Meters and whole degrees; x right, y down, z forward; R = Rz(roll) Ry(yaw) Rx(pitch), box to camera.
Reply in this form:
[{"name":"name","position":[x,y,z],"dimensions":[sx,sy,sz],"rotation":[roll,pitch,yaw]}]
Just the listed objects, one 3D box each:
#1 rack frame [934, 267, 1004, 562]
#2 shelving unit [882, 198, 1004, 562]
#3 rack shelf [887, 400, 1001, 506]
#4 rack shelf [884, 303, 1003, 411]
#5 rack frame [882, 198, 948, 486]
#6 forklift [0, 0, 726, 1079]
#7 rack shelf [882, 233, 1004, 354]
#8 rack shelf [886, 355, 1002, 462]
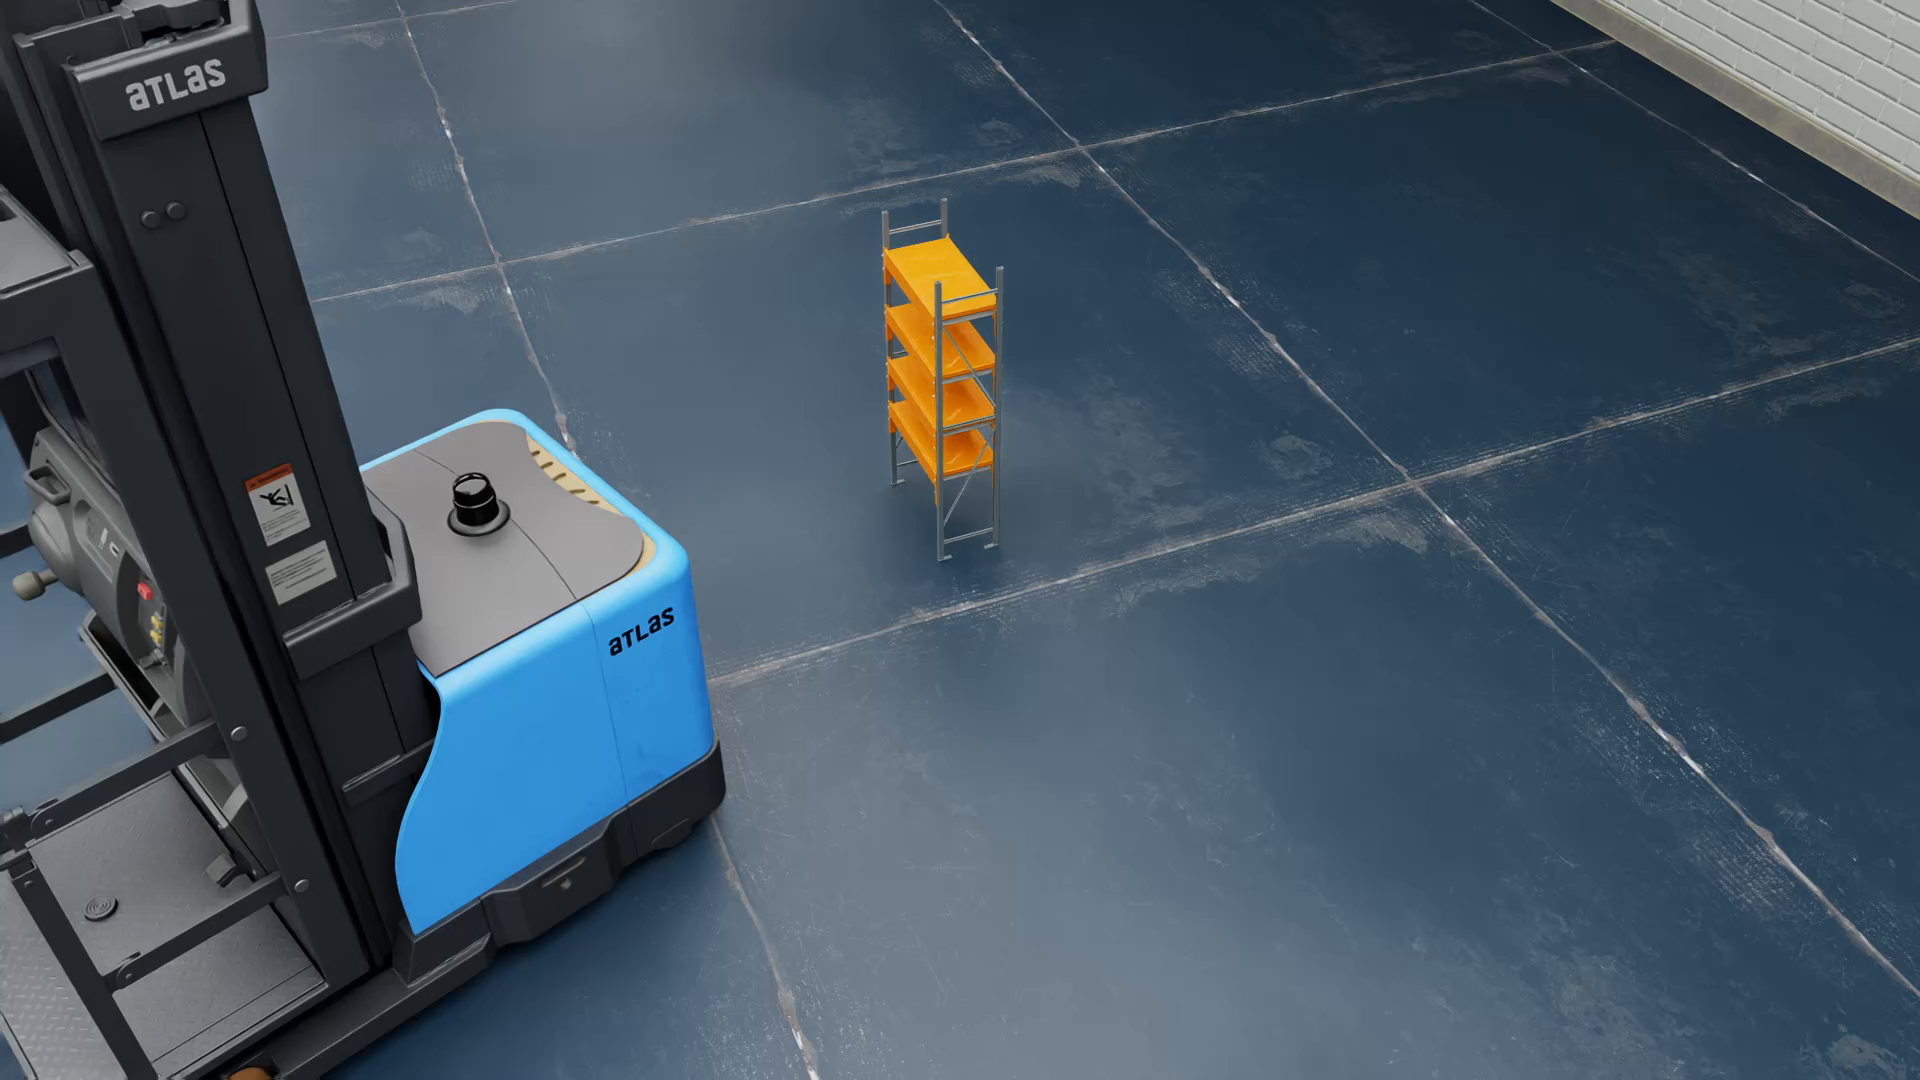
[{"name":"rack frame","position":[0.030,-0.408,5.804],"dimensions":[0.240,1.200,0.015],"rotation":[-15,43,-17]},{"name":"shelving unit","position":[-0.063,-0.555,5.975],"dimensions":[0.258,1.200,0.503],"rotation":[-15,43,-17]},{"name":"rack shelf","position":[-0.063,-0.353,6.148],"dimensions":[0.258,0.148,0.480],"rotation":[-15,43,-17]},{"name":"rack shelf","position":[-0.063,-0.673,5.873],"dimensions":[0.258,0.148,0.480],"rotation":[-15,43,-17]},{"name":"rack frame","position":[-0.157,-0.702,6.146],"dimensions":[0.240,1.200,0.015],"rotation":[-15,43,-17]},{"name":"forklift","position":[-2.161,0.155,3.822],"dimensions":[3.031,2.935,1.130],"rotation":[-31,49,-31]},{"name":"rack shelf","position":[-0.063,-0.853,5.719],"dimensions":[0.258,0.148,0.480],"rotation":[-15,43,-17]},{"name":"rack shelf","position":[-0.063,-0.504,6.019],"dimensions":[0.258,0.148,0.480],"rotation":[-15,43,-17]}]
